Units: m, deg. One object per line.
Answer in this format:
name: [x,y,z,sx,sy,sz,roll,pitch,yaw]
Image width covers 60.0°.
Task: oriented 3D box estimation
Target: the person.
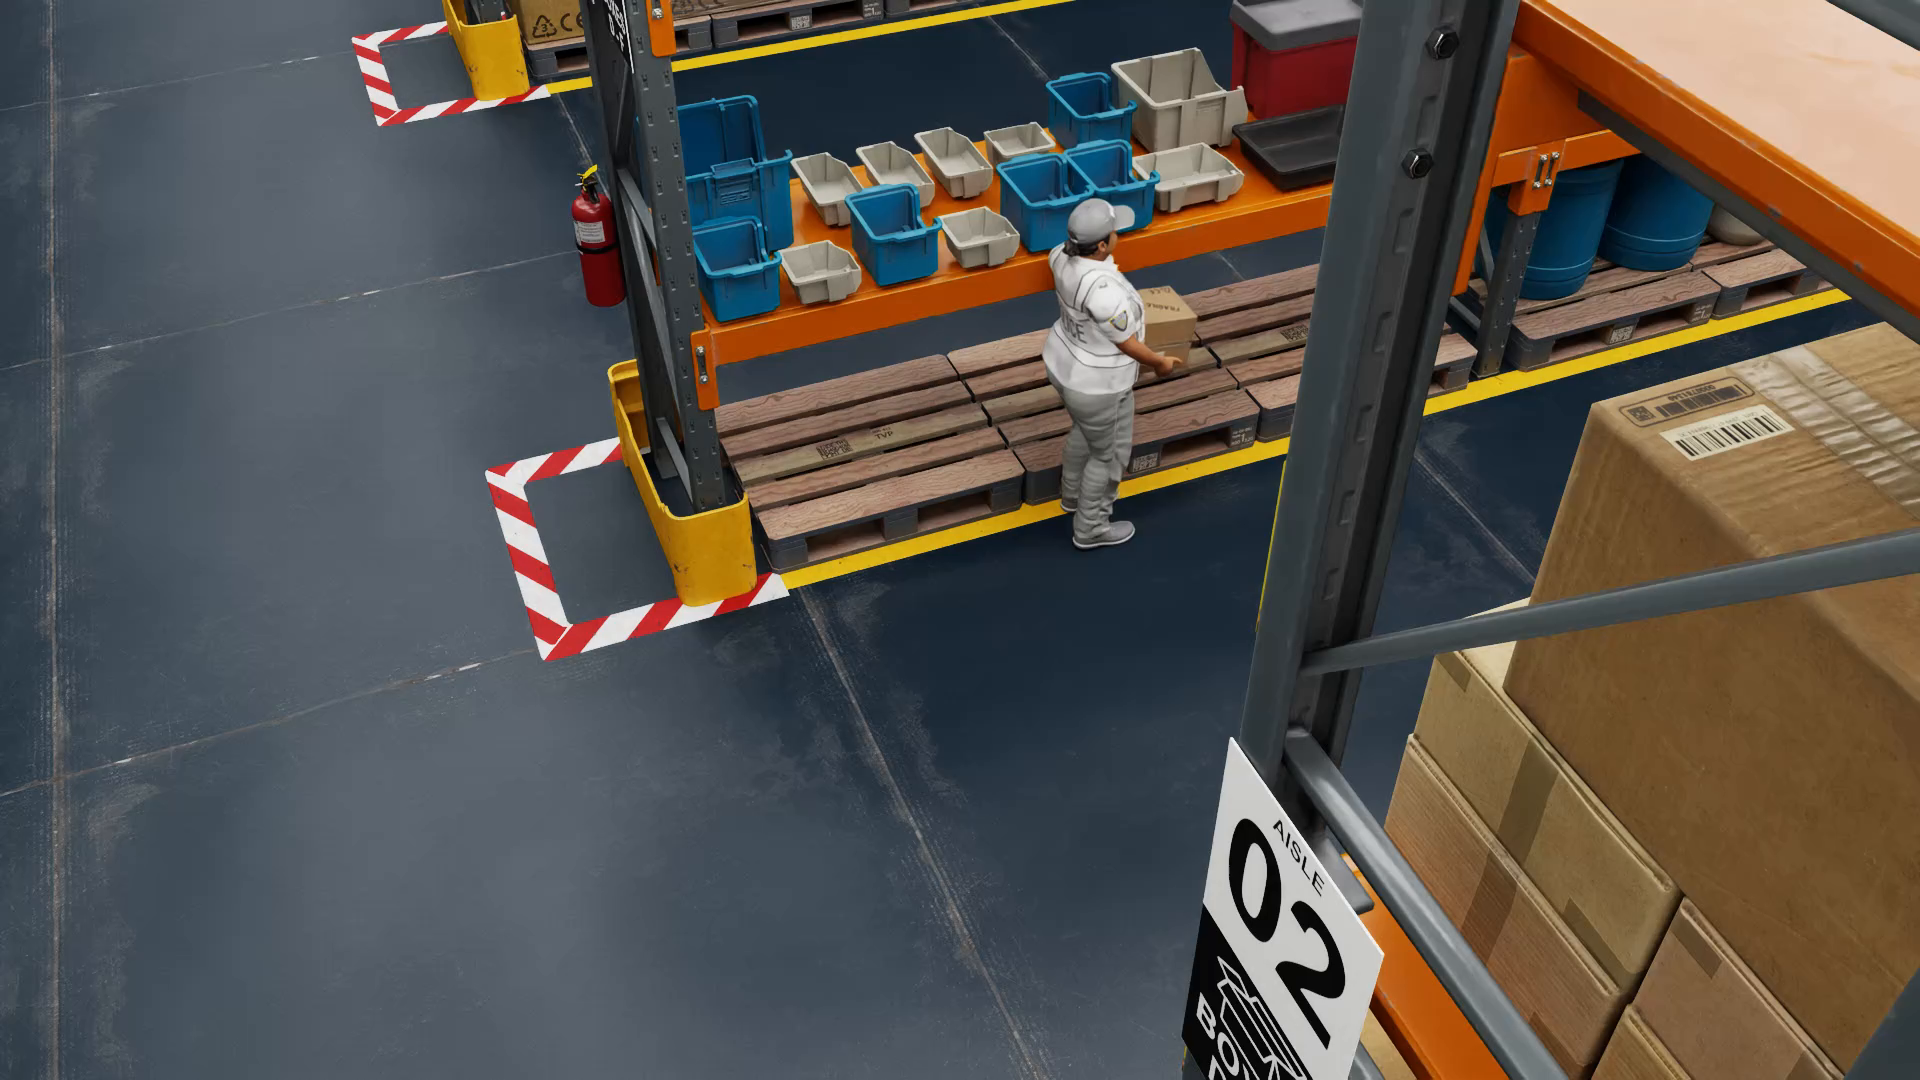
person: [0.630,-0.717,7.037,0.539,1.659,0.456,-15,44,-16]
